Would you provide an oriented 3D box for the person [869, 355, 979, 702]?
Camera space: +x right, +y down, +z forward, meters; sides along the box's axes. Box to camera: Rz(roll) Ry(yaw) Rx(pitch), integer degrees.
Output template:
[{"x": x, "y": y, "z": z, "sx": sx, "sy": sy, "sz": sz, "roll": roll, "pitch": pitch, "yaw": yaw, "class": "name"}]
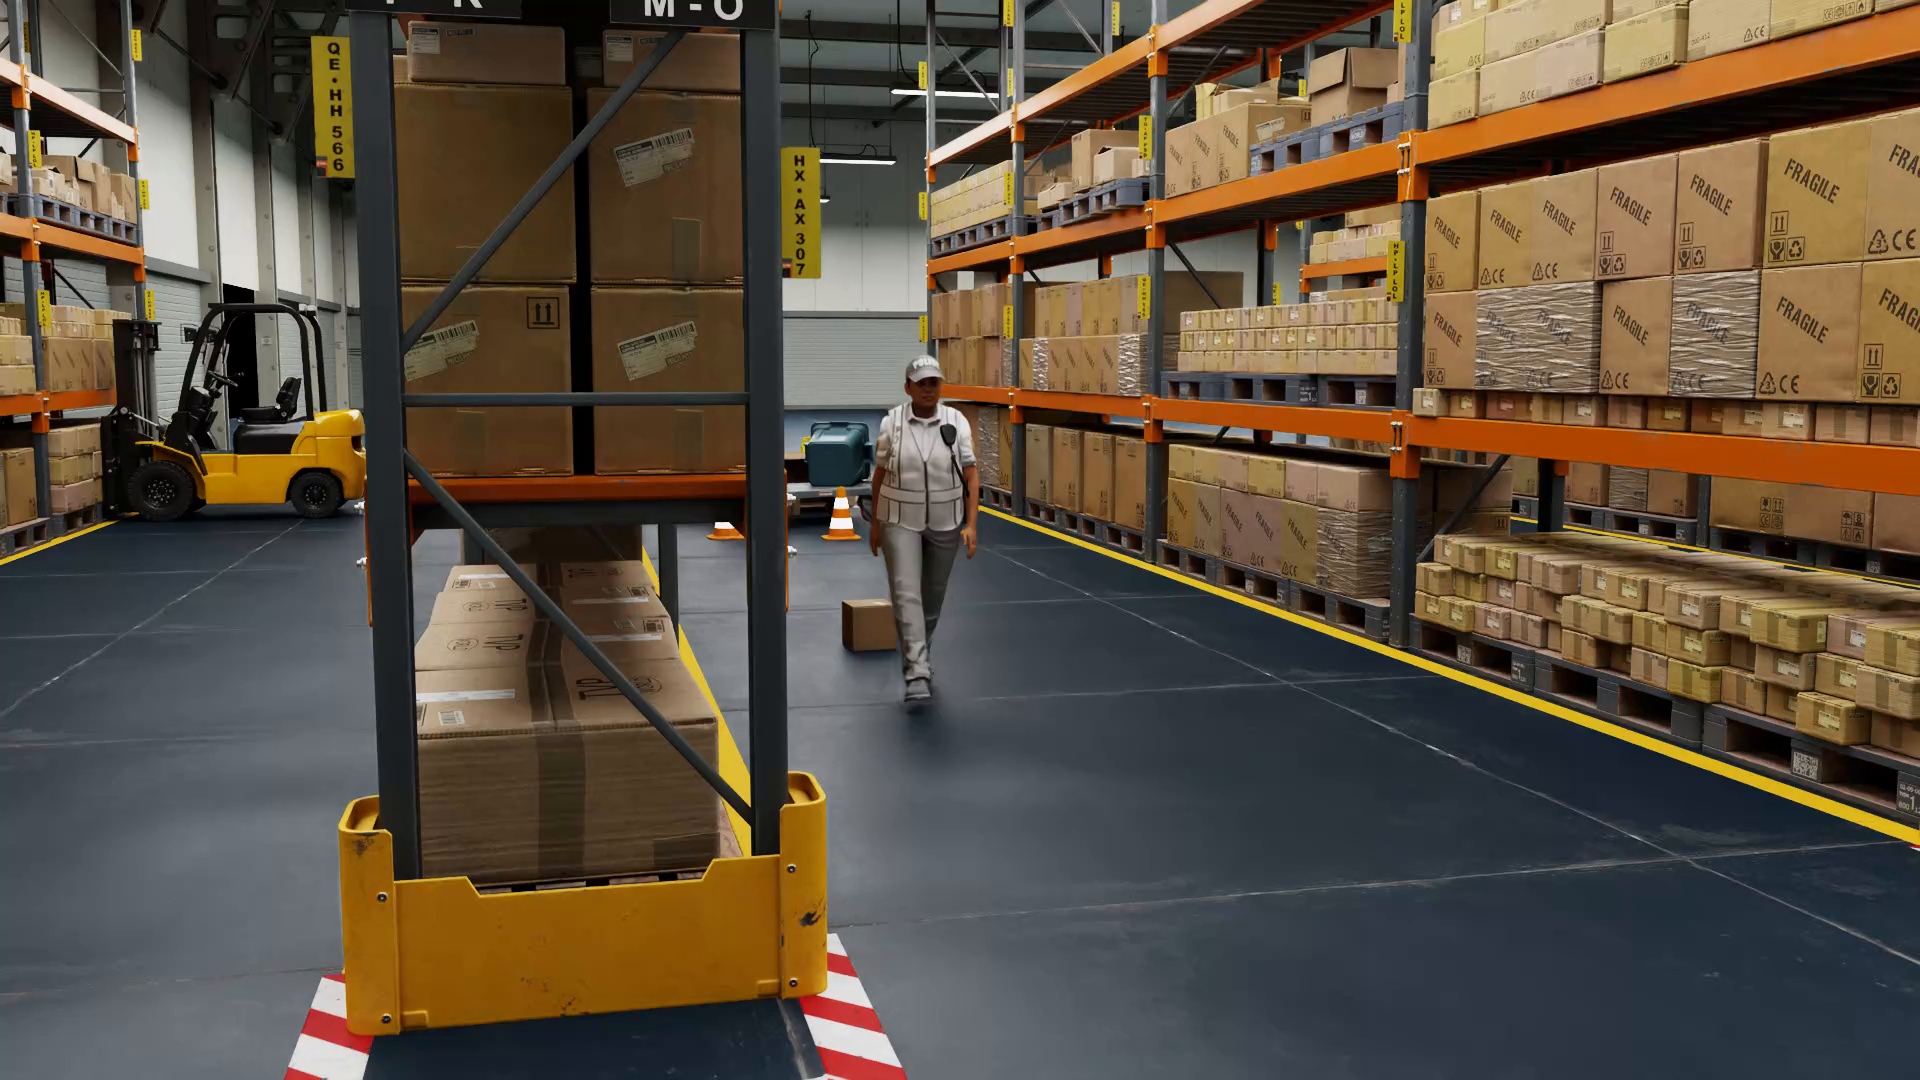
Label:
[{"x": -0.159, "y": -0.079, "z": 7.933, "sx": 0.499, "sy": 1.595, "sz": 1.039, "roll": -1, "pitch": 6, "yaw": -12, "class": "person"}]
